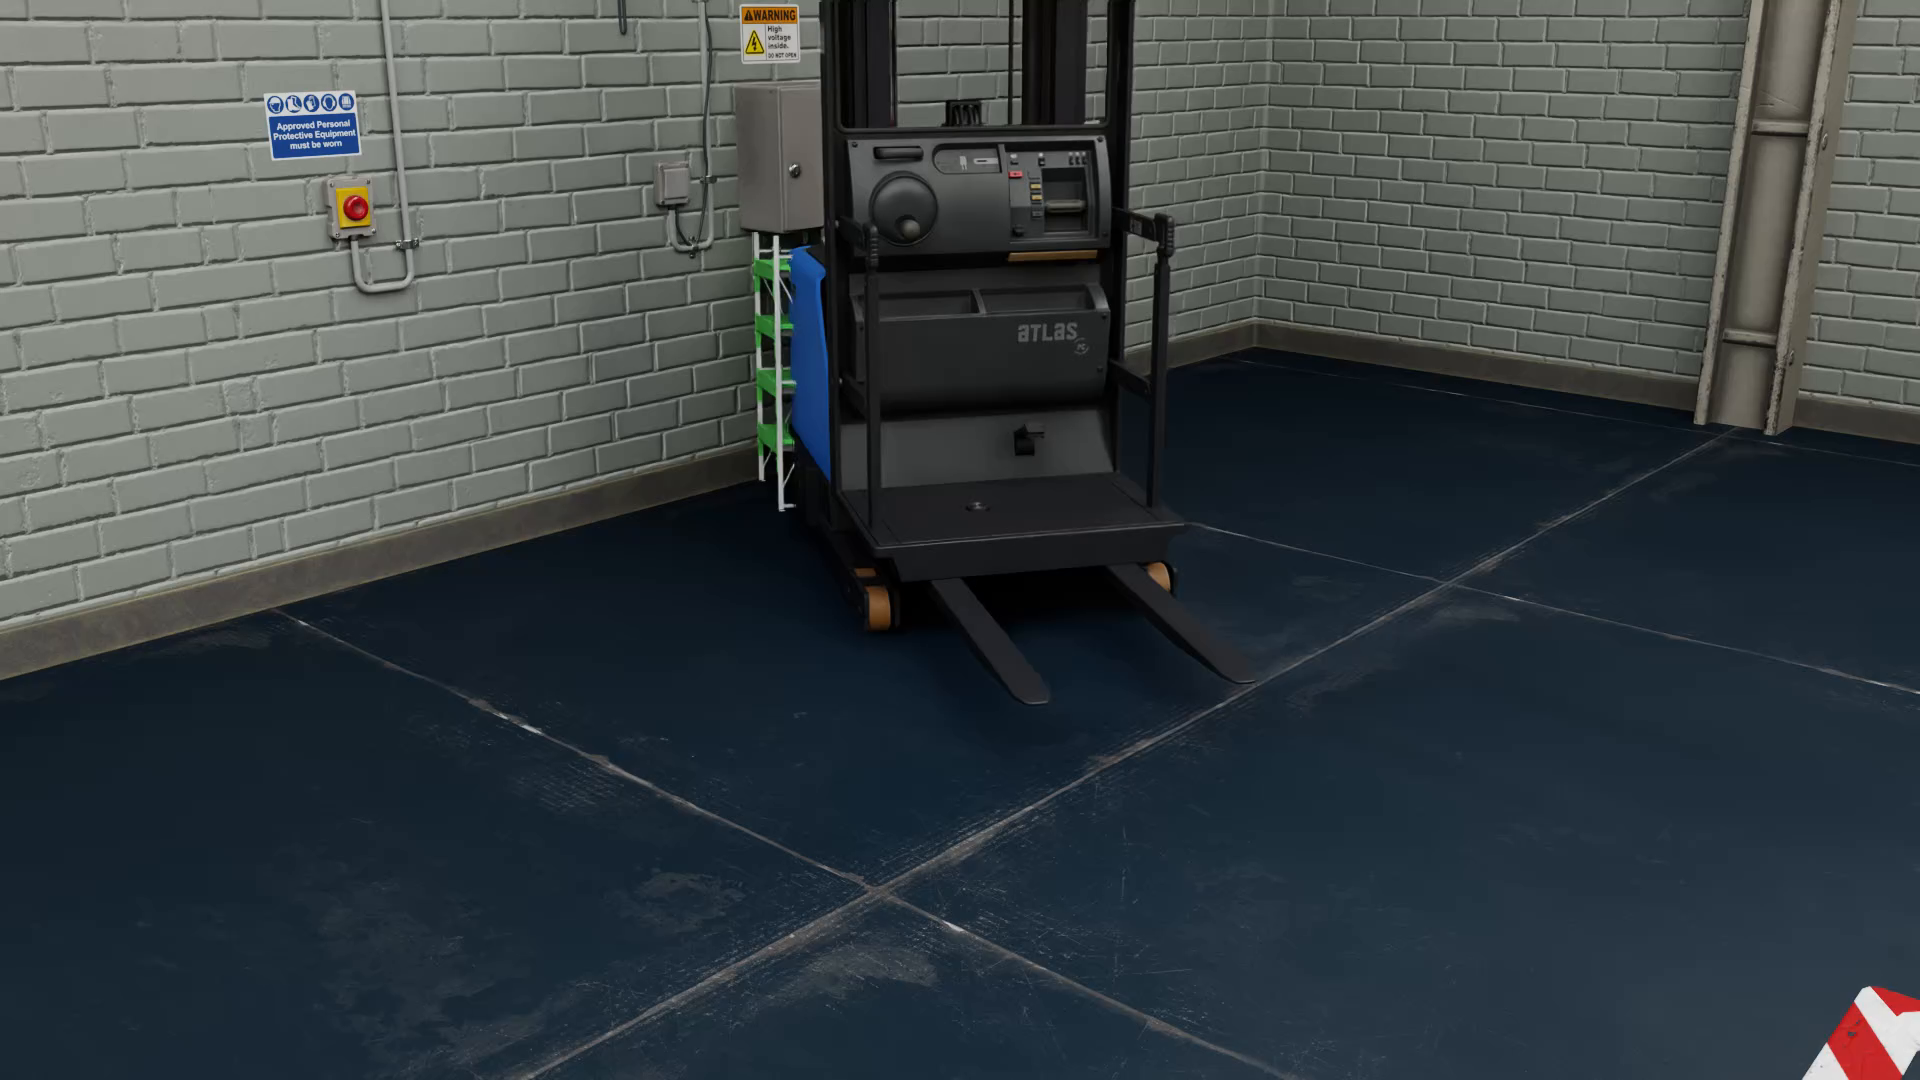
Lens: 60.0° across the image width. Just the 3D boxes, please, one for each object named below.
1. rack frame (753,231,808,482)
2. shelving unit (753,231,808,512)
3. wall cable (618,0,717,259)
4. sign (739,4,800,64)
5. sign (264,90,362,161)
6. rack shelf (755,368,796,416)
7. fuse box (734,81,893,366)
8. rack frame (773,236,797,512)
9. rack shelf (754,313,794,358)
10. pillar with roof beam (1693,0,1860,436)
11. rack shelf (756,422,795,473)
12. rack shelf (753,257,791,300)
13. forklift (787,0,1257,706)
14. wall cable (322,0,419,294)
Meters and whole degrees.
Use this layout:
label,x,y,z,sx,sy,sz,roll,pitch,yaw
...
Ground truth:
label,x,y,z,sx,sy,sz,roll,pitch,yaw
rack frame,-0.780,-0.756,7.357,0.240,1.200,0.015,-3,13,-16
shelving unit,-0.712,-0.705,7.129,0.258,1.200,0.503,-3,13,-16
wall cable,-1.183,-2.086,6.547,0.122,1.984,0.588,15,23,39
sign,-0.804,-2.147,7.054,0.001,0.242,0.339,15,23,39
sign,-2.193,-1.409,5.645,0.001,0.218,0.327,15,23,39
rack shelf,-0.712,-0.643,7.143,0.258,0.148,0.480,-3,13,-16
fuse box,-0.612,-1.111,7.282,0.414,1.711,0.539,15,23,39
rack frame,-0.644,-0.654,6.900,0.240,1.200,0.015,-3,13,-16
rack shelf,-0.711,-0.877,7.091,0.258,0.148,0.480,-3,13,-16
pillar with roof beam,1.133,-3.906,4.044,0.400,9.000,9.100,15,23,39
rack shelf,-0.713,-0.408,7.195,0.258,0.148,0.480,-3,13,-16
rack shelf,-0.710,-1.111,7.039,0.258,0.148,0.480,-3,13,-16
forklift,0.129,-1.210,5.579,1.130,2.935,3.031,-4,18,-14
wall cable,-2.116,-1.778,5.524,0.123,1.953,0.585,15,23,39
